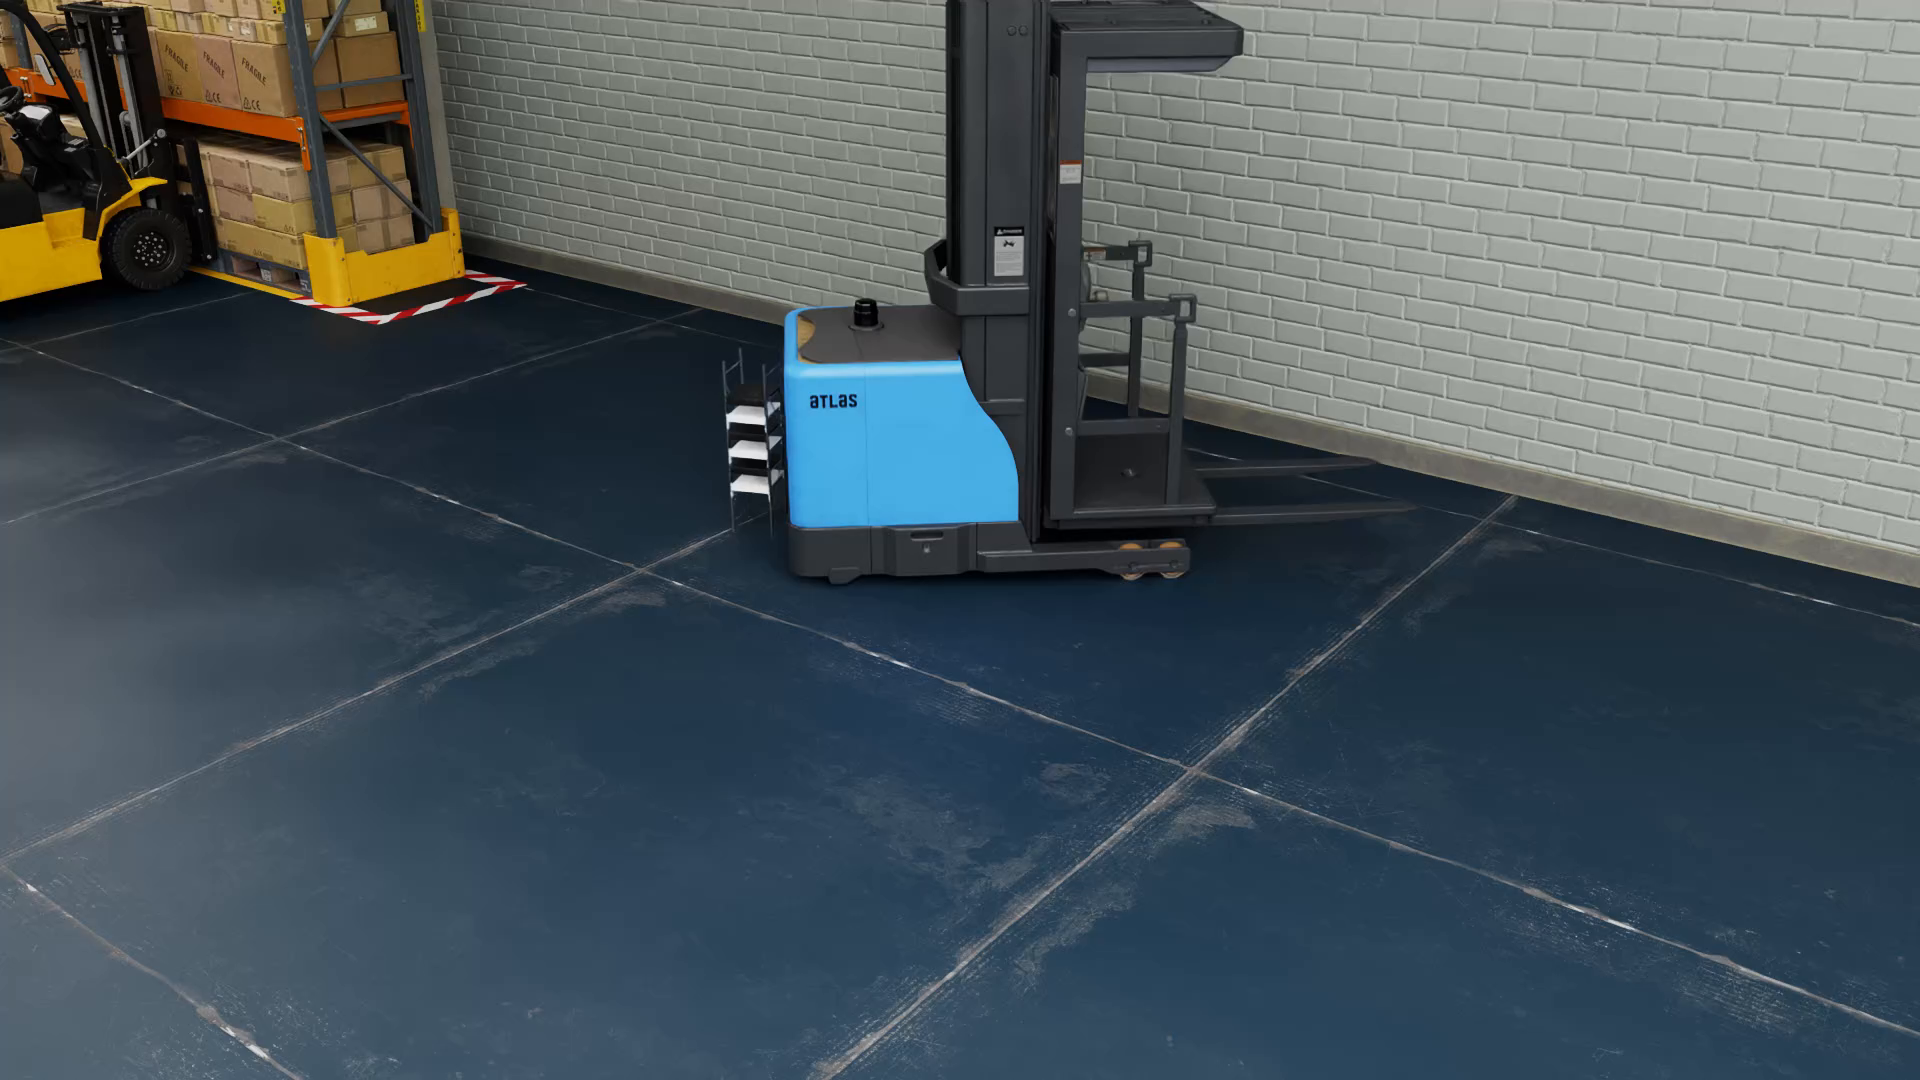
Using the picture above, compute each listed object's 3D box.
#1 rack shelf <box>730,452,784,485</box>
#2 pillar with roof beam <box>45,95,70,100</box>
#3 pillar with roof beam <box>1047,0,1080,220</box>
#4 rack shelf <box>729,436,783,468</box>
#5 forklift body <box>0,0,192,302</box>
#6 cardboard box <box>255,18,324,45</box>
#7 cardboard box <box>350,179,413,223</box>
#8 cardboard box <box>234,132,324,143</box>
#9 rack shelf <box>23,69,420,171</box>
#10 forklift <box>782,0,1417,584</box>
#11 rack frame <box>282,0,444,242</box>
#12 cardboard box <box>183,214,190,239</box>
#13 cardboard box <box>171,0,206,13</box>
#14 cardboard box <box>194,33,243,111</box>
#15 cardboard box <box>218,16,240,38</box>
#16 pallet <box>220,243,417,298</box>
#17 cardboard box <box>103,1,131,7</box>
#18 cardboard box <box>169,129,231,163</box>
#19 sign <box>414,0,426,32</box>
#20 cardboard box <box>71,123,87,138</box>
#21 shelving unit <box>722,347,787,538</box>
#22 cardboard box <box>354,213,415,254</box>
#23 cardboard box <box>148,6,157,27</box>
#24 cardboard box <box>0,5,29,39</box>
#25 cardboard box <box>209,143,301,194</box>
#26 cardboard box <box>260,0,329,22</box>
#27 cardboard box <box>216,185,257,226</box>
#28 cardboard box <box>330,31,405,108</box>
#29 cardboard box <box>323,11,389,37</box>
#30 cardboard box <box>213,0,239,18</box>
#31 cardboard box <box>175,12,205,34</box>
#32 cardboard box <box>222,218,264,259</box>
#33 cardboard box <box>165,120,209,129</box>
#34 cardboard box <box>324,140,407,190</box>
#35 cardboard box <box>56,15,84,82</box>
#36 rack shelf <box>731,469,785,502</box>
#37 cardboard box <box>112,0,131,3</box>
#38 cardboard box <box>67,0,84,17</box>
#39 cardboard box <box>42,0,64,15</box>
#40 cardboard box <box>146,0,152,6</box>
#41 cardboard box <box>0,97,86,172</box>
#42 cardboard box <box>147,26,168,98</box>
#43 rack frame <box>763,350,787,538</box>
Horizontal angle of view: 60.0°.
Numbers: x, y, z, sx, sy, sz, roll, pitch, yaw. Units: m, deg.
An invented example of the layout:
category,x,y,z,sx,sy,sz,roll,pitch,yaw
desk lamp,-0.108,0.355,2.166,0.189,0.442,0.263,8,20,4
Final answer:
category,x,y,z,sx,sy,sz,roll,pitch,yaw
rack shelf,-1.005,-0.365,8.266,0.200,0.077,0.258,6,25,13
pillar with roof beam,-11.722,-6.558,11.973,0.400,9.000,9.100,17,29,33
pillar with roof beam,-2.119,-3.656,5.387,0.400,9.000,9.100,17,29,33
rack shelf,-1.005,-0.447,8.230,0.200,0.077,0.258,6,25,13
forklift body,-6.934,-2.773,11.876,1.214,2.155,2.313,17,29,33
cardboard box,-4.768,-3.628,11.834,0.250,0.149,0.380,17,29,34
cardboard box,-4.574,-2.635,12.779,0.500,0.250,0.500,17,29,34
cardboard box,-5.389,-3.104,13.225,0.500,0.250,0.500,17,29,33
rack shelf,-5.922,-3.446,13.243,4.000,0.370,1.077,17,29,33
forklift,0.673,-1.367,7.718,3.031,2.935,1.130,-2,24,-5
rack frame,-4.322,-3.292,12.000,0.127,3.000,1.000,17,29,33
cardboard box,-6.104,-2.603,13.326,0.500,0.250,0.500,18,29,35
cardboard box,-5.606,-4.004,12.321,0.250,0.149,0.380,18,29,35
cardboard box,-5.283,-3.500,12.349,0.500,0.500,0.500,18,29,35
cardboard box,-5.161,-3.762,12.140,0.250,0.149,0.380,17,29,34
pallet,-4.959,-2.187,12.951,1.213,0.211,1.003,17,29,33
cardboard box,-6.419,-4.121,12.953,0.250,0.149,0.380,16,28,32
cardboard box,-6.100,-3.059,13.122,0.500,0.250,0.500,16,28,32
sign,-3.984,-3.902,12.213,0.005,0.325,0.100,17,29,33
cardboard box,-6.921,-3.305,13.680,0.500,0.250,0.500,17,29,33
shelving unit,-1.005,-0.478,8.216,0.210,0.900,0.258,6,25,13
cardboard box,-4.598,-2.407,12.883,0.500,0.250,0.500,17,29,34
cardboard box,-5.954,-4.019,12.724,0.250,0.149,0.380,17,29,33
cardboard box,-8.069,-4.455,14.207,0.500,0.250,0.500,16,28,32
cardboard box,-5.290,-2.815,12.569,0.500,0.250,0.500,17,29,34
cardboard box,-4.735,-3.789,11.832,0.250,0.149,0.380,17,29,33
cardboard box,-5.294,-2.596,12.691,0.500,0.250,0.500,16,29,33
cardboard box,-4.552,-3.547,12.455,0.500,0.500,0.500,18,29,35
cardboard box,-4.438,-3.800,12.225,0.250,0.149,0.380,16,28,32
cardboard box,-5.177,-3.893,12.068,0.250,0.149,0.380,18,29,34
cardboard box,-5.594,-3.875,12.397,0.250,0.149,0.380,16,28,32
cardboard box,-5.280,-2.360,12.776,0.500,0.250,0.500,17,29,33
cardboard box,-6.202,-3.349,13.781,0.500,0.250,0.500,17,29,34
cardboard box,-4.593,-2.860,12.671,0.500,0.250,0.500,16,29,33
cardboard box,-6.898,-3.992,13.467,0.500,0.500,0.500,17,29,34
rack shelf,-1.004,-0.283,8.303,0.200,0.077,0.258,6,25,13
cardboard box,-6.367,-4.279,12.943,0.250,0.149,0.380,17,29,33
cardboard box,-6.839,-4.240,13.224,0.250,0.149,0.380,18,29,34
cardboard box,-7.217,-4.377,13.536,0.250,0.149,0.380,18,29,34
cardboard box,-5.966,-4.158,12.669,0.250,0.149,0.380,17,29,34
cardboard box,-8.563,-3.677,15.299,0.625,0.625,0.875,16,29,33
cardboard box,-6.102,-3.742,12.898,0.500,0.500,0.500,17,29,34
rack frame,-0.906,-0.468,8.193,0.006,0.900,0.240,6,25,13
